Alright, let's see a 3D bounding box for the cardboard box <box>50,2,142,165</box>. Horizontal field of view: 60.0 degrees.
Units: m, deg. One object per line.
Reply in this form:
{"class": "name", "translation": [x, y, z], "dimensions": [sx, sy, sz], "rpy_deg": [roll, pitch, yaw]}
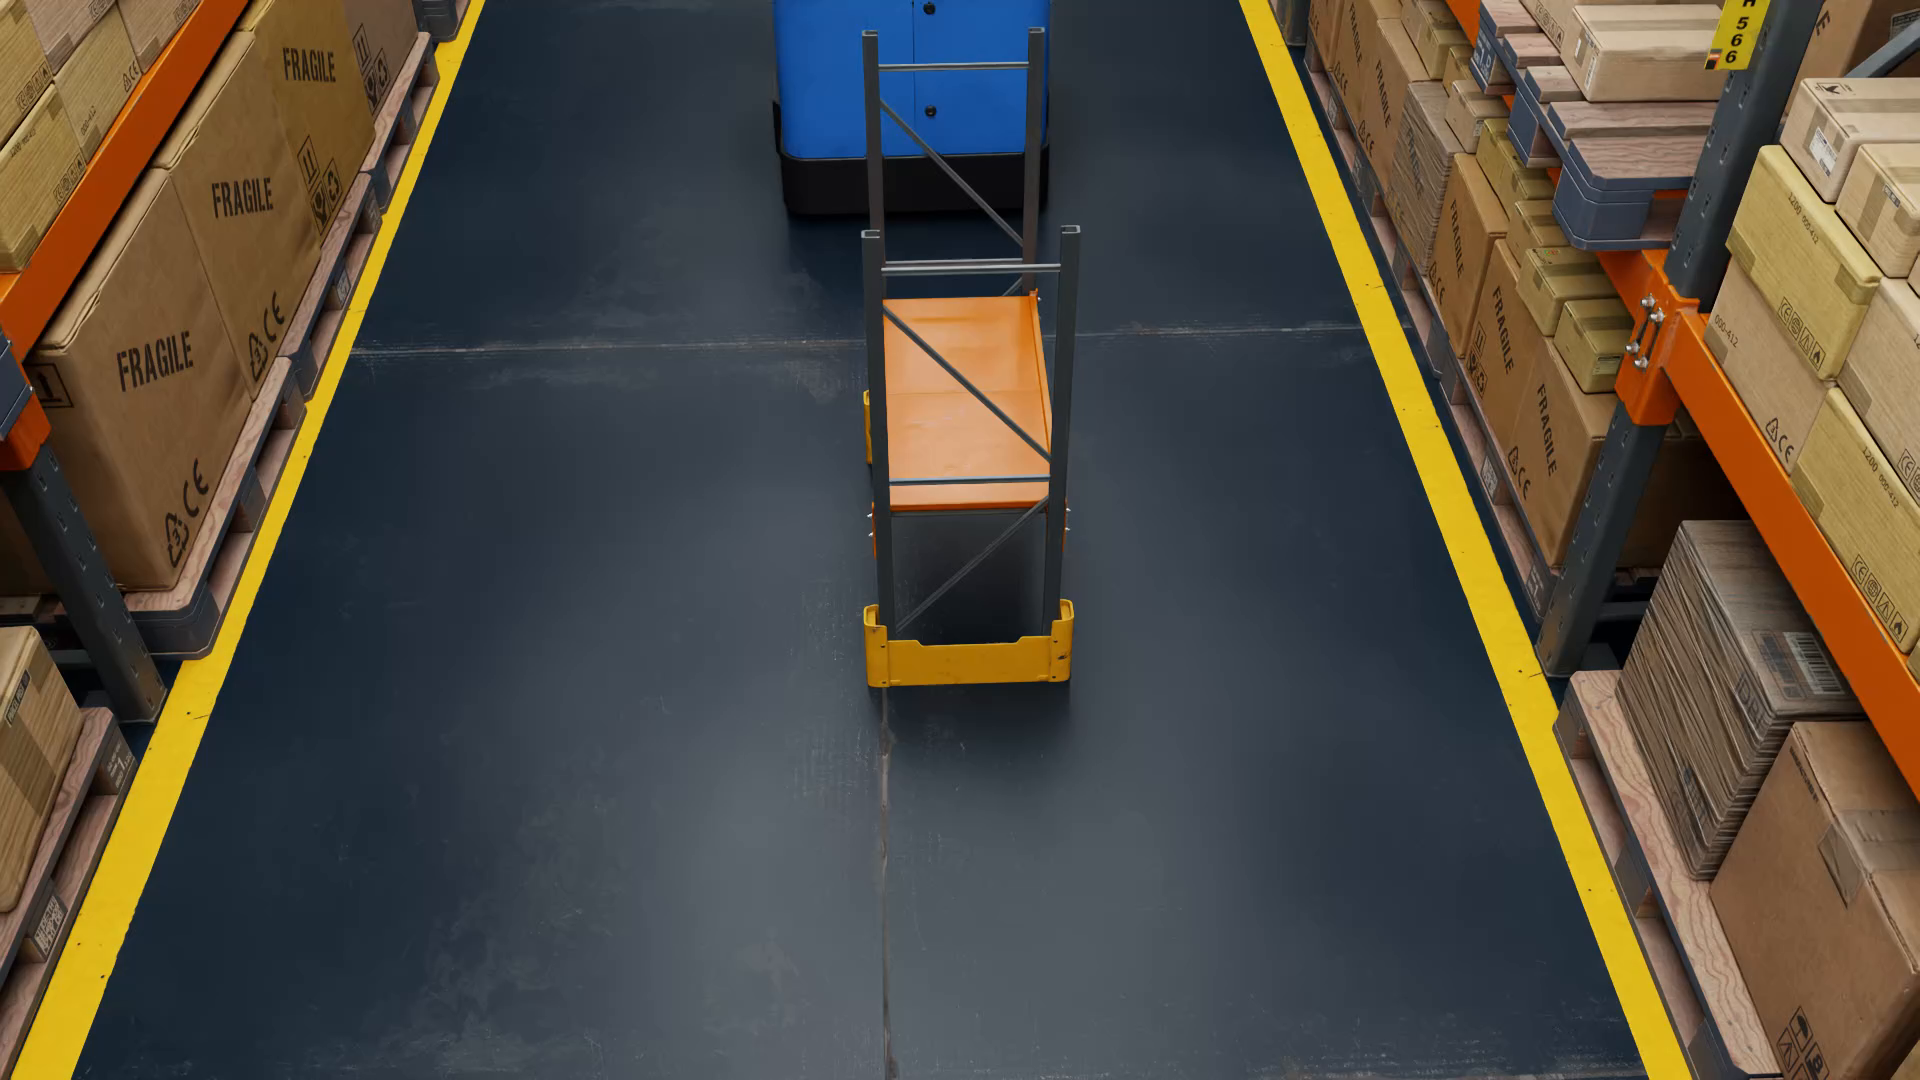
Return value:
{"class": "cardboard box", "translation": [-2.576, -1.241, 4.495], "dimensions": [0.500, 0.250, 0.500], "rpy_deg": [-3, 43, -3]}

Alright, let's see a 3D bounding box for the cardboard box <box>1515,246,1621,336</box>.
{"class": "cardboard box", "translation": [1.875, -0.739, 4.896], "dimensions": [0.380, 0.149, 0.250], "rpy_deg": [-4, 43, -4]}

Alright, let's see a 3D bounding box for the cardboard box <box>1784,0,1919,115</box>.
{"class": "cardboard box", "translation": [2.326, -1.301, 4.064], "dimensions": [0.500, 0.500, 0.500], "rpy_deg": [0, 43, 0]}

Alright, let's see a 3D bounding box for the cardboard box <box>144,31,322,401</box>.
{"class": "cardboard box", "translation": [-2.748, -1.055, 5.442], "dimensions": [0.875, 0.875, 0.875], "rpy_deg": [-1, 43, -1]}

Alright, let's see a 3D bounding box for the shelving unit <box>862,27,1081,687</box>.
{"class": "shelving unit", "translation": [0.003, -0.501, 4.687], "dimensions": [0.587, 1.500, 1.083], "rpy_deg": [-2, 43, -2]}

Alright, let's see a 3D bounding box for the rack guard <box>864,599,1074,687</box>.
{"class": "rack guard", "translation": [0.024, 0.296, 4.743], "dimensions": [0.587, 0.250, 0.087], "rpy_deg": [-2, 43, -2]}

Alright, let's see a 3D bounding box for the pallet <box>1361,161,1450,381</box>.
{"class": "pallet", "translation": [2.149, -1.056, 6.246], "dimensions": [1.003, 0.211, 1.213], "rpy_deg": [-2, 43, -2]}

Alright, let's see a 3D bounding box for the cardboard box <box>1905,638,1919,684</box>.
{"class": "cardboard box", "translation": [2.012, 0.292, 2.823], "dimensions": [0.500, 0.250, 0.500], "rpy_deg": [-3, 43, -3]}

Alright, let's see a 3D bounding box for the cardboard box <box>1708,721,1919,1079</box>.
{"class": "cardboard box", "translation": [2.240, 0.826, 3.576], "dimensions": [0.875, 0.625, 0.625], "rpy_deg": [0, 43, 0]}

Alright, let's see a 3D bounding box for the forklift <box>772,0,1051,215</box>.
{"class": "forklift", "translation": [-0.260, -3.345, 6.730], "dimensions": [1.130, 2.935, 3.031], "rpy_deg": [-2, 43, -3]}

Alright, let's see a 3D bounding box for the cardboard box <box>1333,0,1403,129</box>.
{"class": "cardboard box", "translation": [1.850, -1.999, 6.750], "dimensions": [0.500, 0.500, 0.500], "rpy_deg": [-2, 43, -2]}

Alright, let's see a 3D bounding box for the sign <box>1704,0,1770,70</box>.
{"class": "sign", "translation": [1.650, -1.133, 3.468], "dimensions": [0.100, 0.325, 0.005], "rpy_deg": [-2, 43, -2]}

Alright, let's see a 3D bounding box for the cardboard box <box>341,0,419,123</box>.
{"class": "cardboard box", "translation": [-2.831, -2.268, 6.766], "dimensions": [0.875, 0.875, 0.875], "rpy_deg": [0, 43, 0]}

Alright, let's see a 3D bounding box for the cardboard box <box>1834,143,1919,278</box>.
{"class": "cardboard box", "translation": [1.923, -0.629, 3.163], "dimensions": [0.380, 0.149, 0.250], "rpy_deg": [-1, 43, -1]}

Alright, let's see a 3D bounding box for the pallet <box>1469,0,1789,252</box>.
{"class": "pallet", "translation": [2.093, -1.142, 4.418], "dimensions": [1.213, 0.211, 1.003], "rpy_deg": [-2, 43, -2]}

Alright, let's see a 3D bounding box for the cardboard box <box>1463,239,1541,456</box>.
{"class": "cardboard box", "translation": [1.948, -0.608, 5.233], "dimensions": [0.500, 0.500, 0.500], "rpy_deg": [-2, 43, -2]}

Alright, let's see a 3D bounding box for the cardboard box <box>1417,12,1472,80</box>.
{"class": "cardboard box", "translation": [1.889, -1.801, 6.054], "dimensions": [0.380, 0.149, 0.250], "rpy_deg": [0, 43, 0]}

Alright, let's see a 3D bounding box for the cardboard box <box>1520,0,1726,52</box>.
{"class": "cardboard box", "translation": [1.823, -1.560, 4.532], "dimensions": [0.500, 0.250, 0.500], "rpy_deg": [-3, 43, -4]}

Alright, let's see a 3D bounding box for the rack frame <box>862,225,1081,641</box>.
{"class": "rack frame", "translation": [0.025, -0.152, 4.306], "dimensions": [0.500, 1.500, 0.032], "rpy_deg": [-2, 43, -2]}

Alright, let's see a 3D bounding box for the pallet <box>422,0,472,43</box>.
{"class": "pallet", "translation": [-2.891, -2.800, 8.149], "dimensions": [1.003, 0.211, 1.213], "rpy_deg": [-2, 43, -2]}

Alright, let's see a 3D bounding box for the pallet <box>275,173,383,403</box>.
{"class": "pallet", "translation": [-2.774, -0.940, 6.120], "dimensions": [1.003, 0.211, 1.213], "rpy_deg": [-2, 43, -2]}

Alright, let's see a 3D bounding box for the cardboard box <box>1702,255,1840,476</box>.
{"class": "cardboard box", "translation": [1.966, -0.395, 3.572], "dimensions": [0.500, 0.250, 0.500], "rpy_deg": [-1, 43, -2]}

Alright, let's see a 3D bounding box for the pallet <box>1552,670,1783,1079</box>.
{"class": "pallet", "translation": [2.188, 0.828, 4.191], "dimensions": [1.003, 0.211, 1.213], "rpy_deg": [-2, 43, -2]}

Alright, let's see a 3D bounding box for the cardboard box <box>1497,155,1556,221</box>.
{"class": "cardboard box", "translation": [1.942, -1.098, 5.287], "dimensions": [0.380, 0.149, 0.250], "rpy_deg": [0, 43, -1]}

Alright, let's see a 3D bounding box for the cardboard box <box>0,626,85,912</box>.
{"class": "cardboard box", "translation": [-2.753, 0.583, 4.028], "dimensions": [0.950, 0.372, 0.625], "rpy_deg": [-4, 43, -5]}

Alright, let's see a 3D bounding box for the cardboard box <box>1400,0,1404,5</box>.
{"class": "cardboard box", "translation": [1.908, -2.138, 6.422], "dimensions": [0.380, 0.149, 0.250], "rpy_deg": [-2, 43, -3]}

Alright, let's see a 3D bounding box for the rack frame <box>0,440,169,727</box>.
{"class": "rack frame", "translation": [-2.767, -0.612, 3.698], "dimensions": [1.000, 3.000, 0.127], "rpy_deg": [-2, 43, -2]}

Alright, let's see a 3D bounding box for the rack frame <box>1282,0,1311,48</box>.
{"class": "rack frame", "translation": [2.022, -3.458, 6.802], "dimensions": [1.000, 3.000, 0.127], "rpy_deg": [-2, 43, -2]}

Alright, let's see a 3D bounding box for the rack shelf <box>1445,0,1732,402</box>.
{"class": "rack shelf", "translation": [2.107, -1.842, 5.572], "dimensions": [1.077, 0.370, 4.000], "rpy_deg": [-2, 43, -2]}

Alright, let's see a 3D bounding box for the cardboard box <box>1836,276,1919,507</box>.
{"class": "cardboard box", "translation": [1.986, -0.242, 3.035], "dimensions": [0.500, 0.250, 0.500], "rpy_deg": [0, 43, 0]}

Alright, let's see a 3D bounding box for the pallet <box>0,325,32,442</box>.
{"class": "pallet", "translation": [-2.631, -0.063, 3.241], "dimensions": [1.213, 0.211, 1.003], "rpy_deg": [-2, 43, -2]}

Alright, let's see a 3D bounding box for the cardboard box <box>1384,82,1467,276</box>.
{"class": "cardboard box", "translation": [1.882, -1.311, 6.000], "dimensions": [0.500, 0.500, 0.500], "rpy_deg": [-3, 43, -3]}

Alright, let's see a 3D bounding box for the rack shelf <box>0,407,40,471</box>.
{"class": "rack shelf", "translation": [-2.683, 1.003, 2.468], "dimensions": [1.077, 0.370, 4.000], "rpy_deg": [-2, 43, -2]}

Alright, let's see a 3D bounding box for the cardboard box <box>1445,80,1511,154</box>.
{"class": "cardboard box", "translation": [1.889, -1.452, 5.673], "dimensions": [0.380, 0.149, 0.250], "rpy_deg": [-4, 43, -4]}

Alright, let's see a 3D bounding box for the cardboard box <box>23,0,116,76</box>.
{"class": "cardboard box", "translation": [-2.563, -1.439, 4.341], "dimensions": [0.500, 0.250, 0.500], "rpy_deg": [-1, 43, -1]}

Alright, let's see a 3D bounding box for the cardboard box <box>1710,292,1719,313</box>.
{"class": "cardboard box", "translation": [2.453, -0.615, 5.240], "dimensions": [0.500, 0.500, 0.500], "rpy_deg": [-1, 43, -2]}
